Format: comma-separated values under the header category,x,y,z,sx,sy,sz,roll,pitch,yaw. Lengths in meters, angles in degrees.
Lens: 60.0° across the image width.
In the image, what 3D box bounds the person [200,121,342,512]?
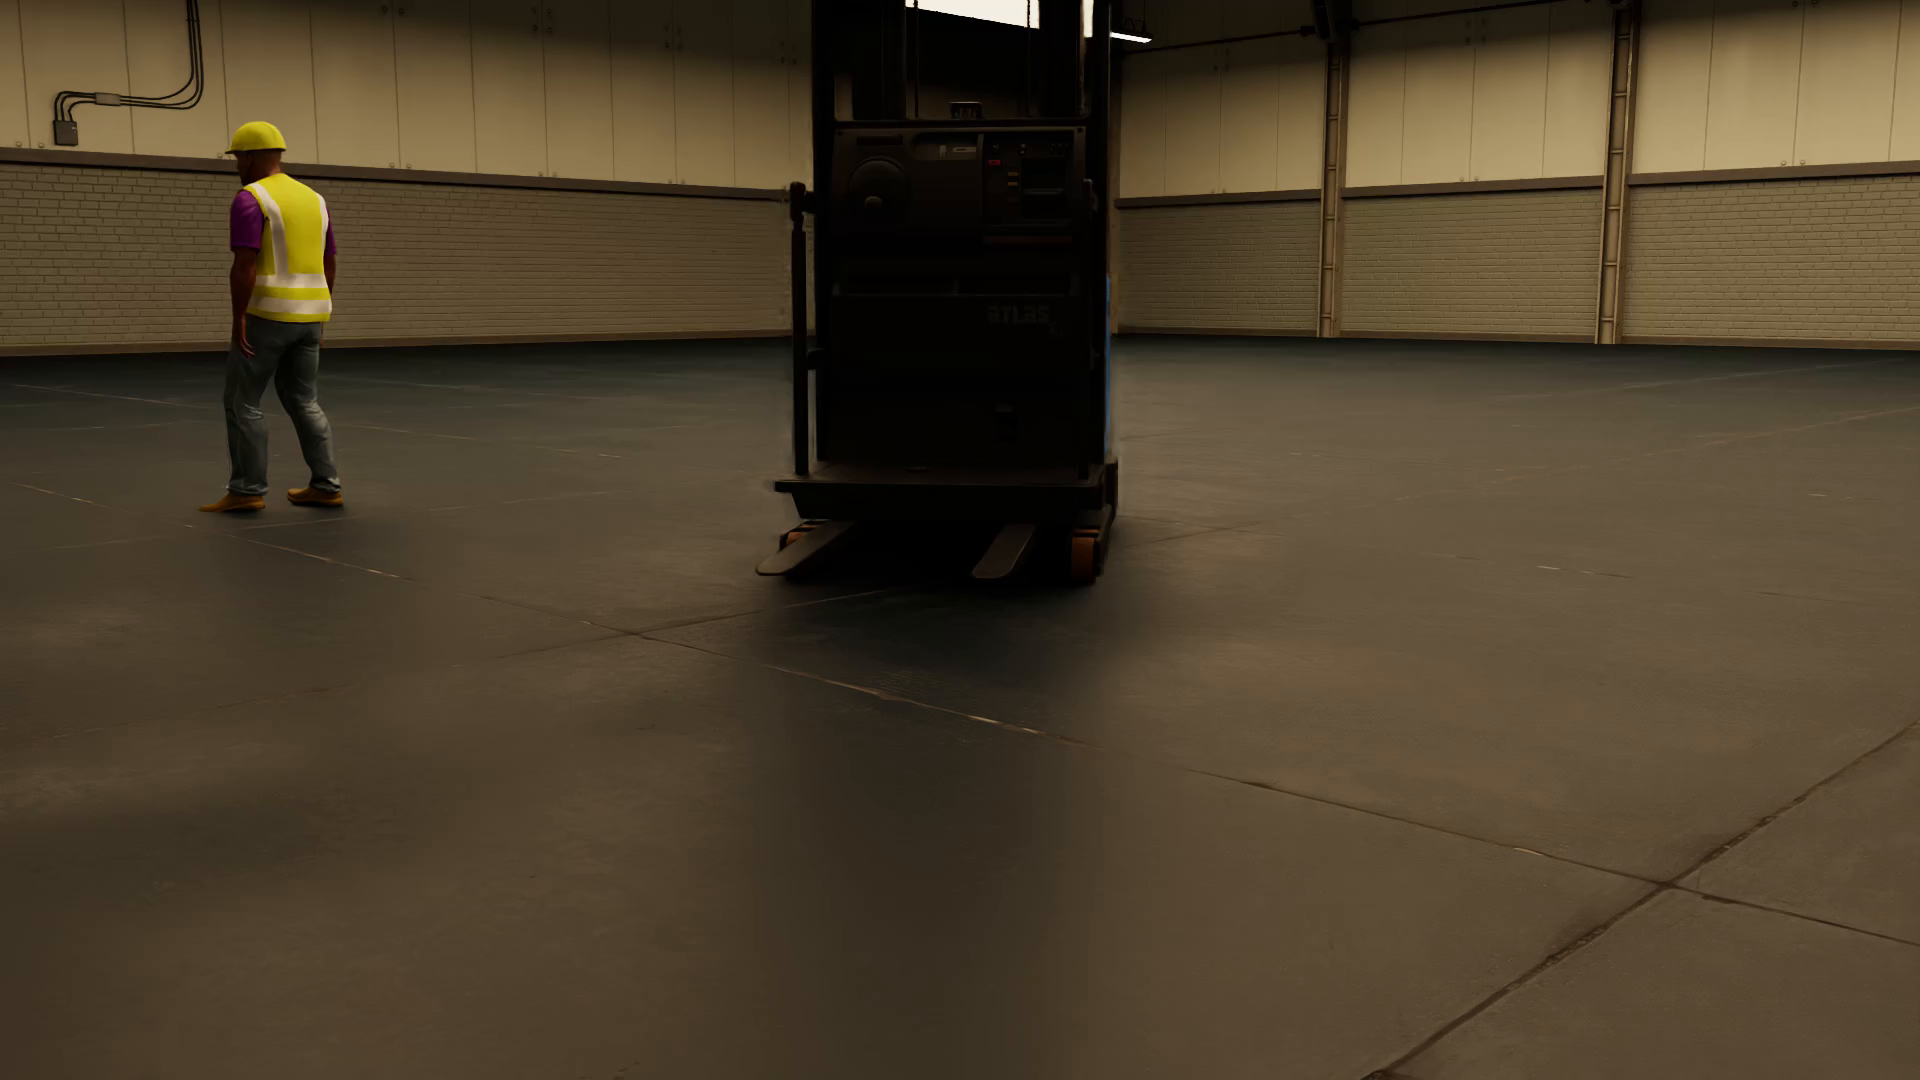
category,x,y,z,sx,sy,sz,roll,pitch,yaw
person,-3.168,-1.014,7.656,0.499,1.779,0.653,3,9,20

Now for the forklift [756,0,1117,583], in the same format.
category,x,y,z,sx,sy,sz,roll,pitch,yaw
forklift,-0.032,-1.353,5.861,1.130,2.935,3.031,1,9,7
